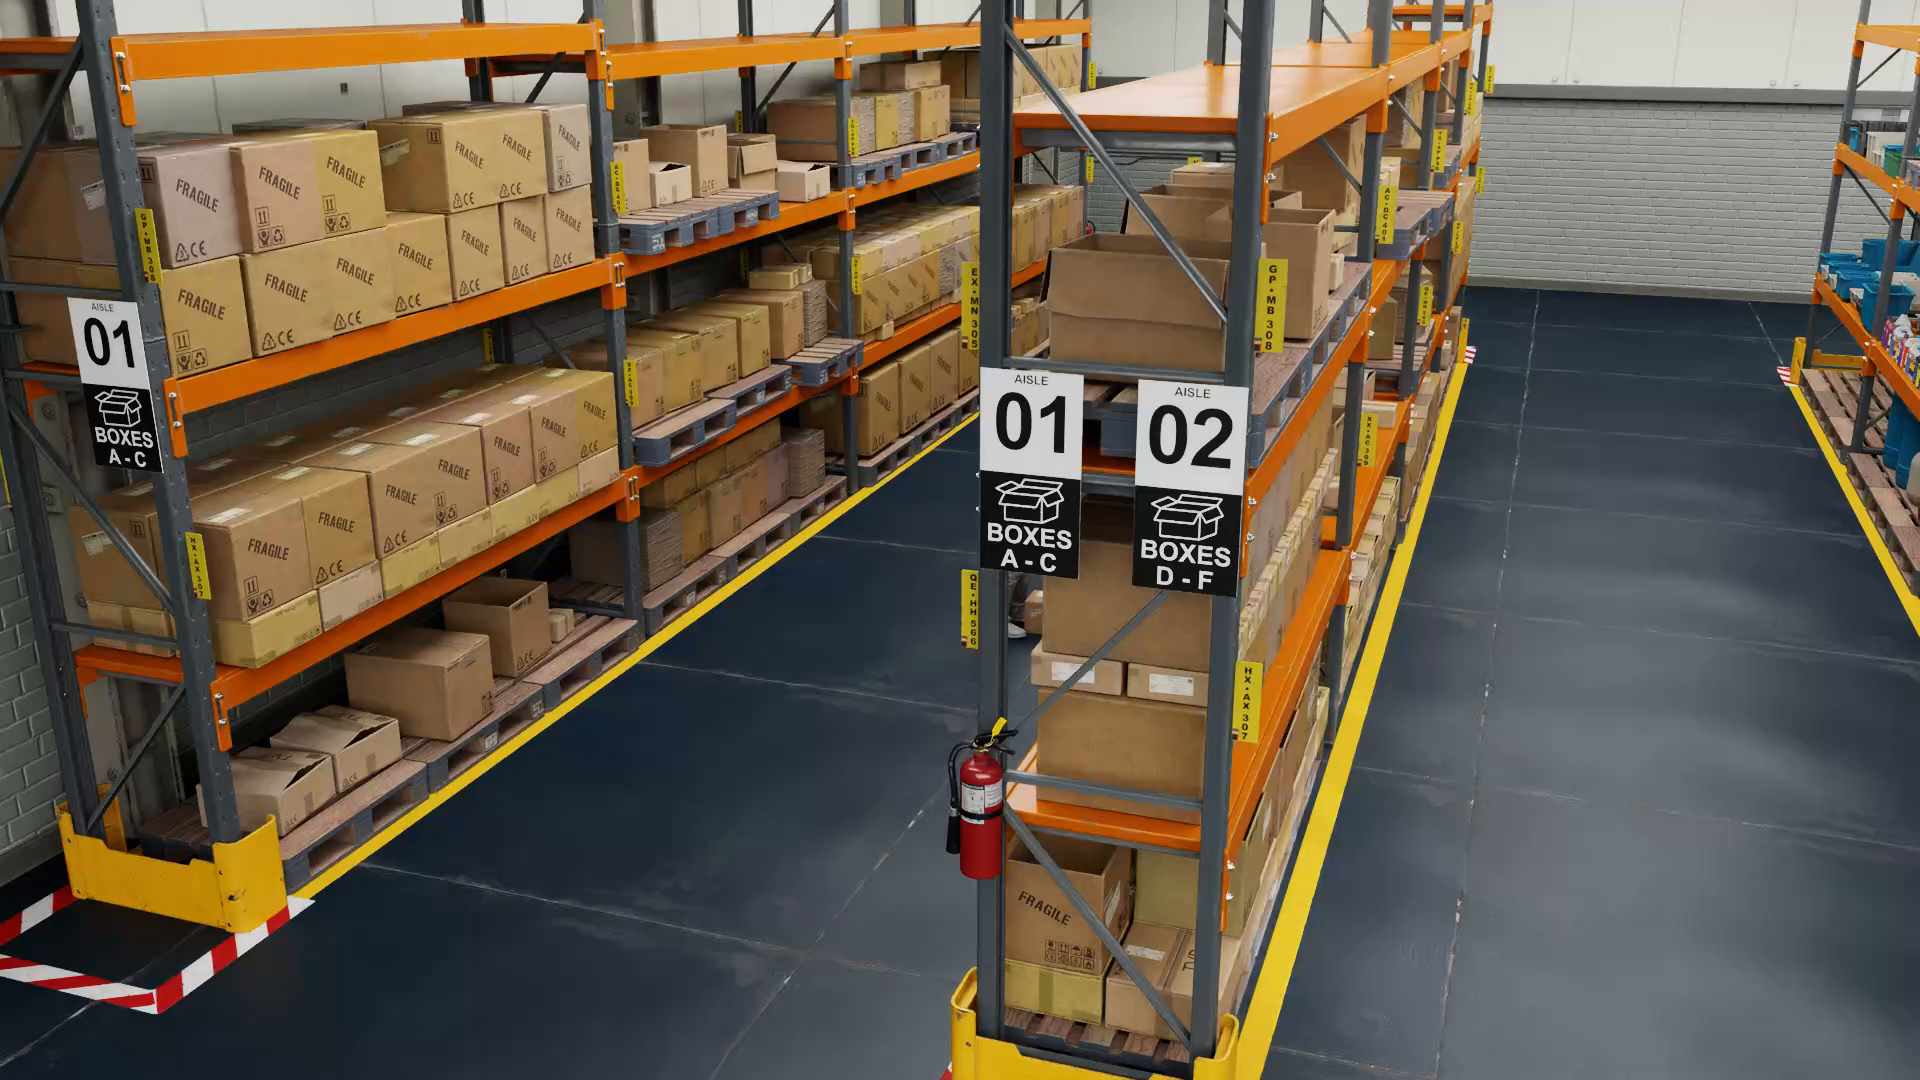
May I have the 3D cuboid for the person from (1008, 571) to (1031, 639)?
[{"bbox_3d":[0.382,-0.205,12.130,0.463,1.772,0.581,6,20,19],"label":"person"}]
